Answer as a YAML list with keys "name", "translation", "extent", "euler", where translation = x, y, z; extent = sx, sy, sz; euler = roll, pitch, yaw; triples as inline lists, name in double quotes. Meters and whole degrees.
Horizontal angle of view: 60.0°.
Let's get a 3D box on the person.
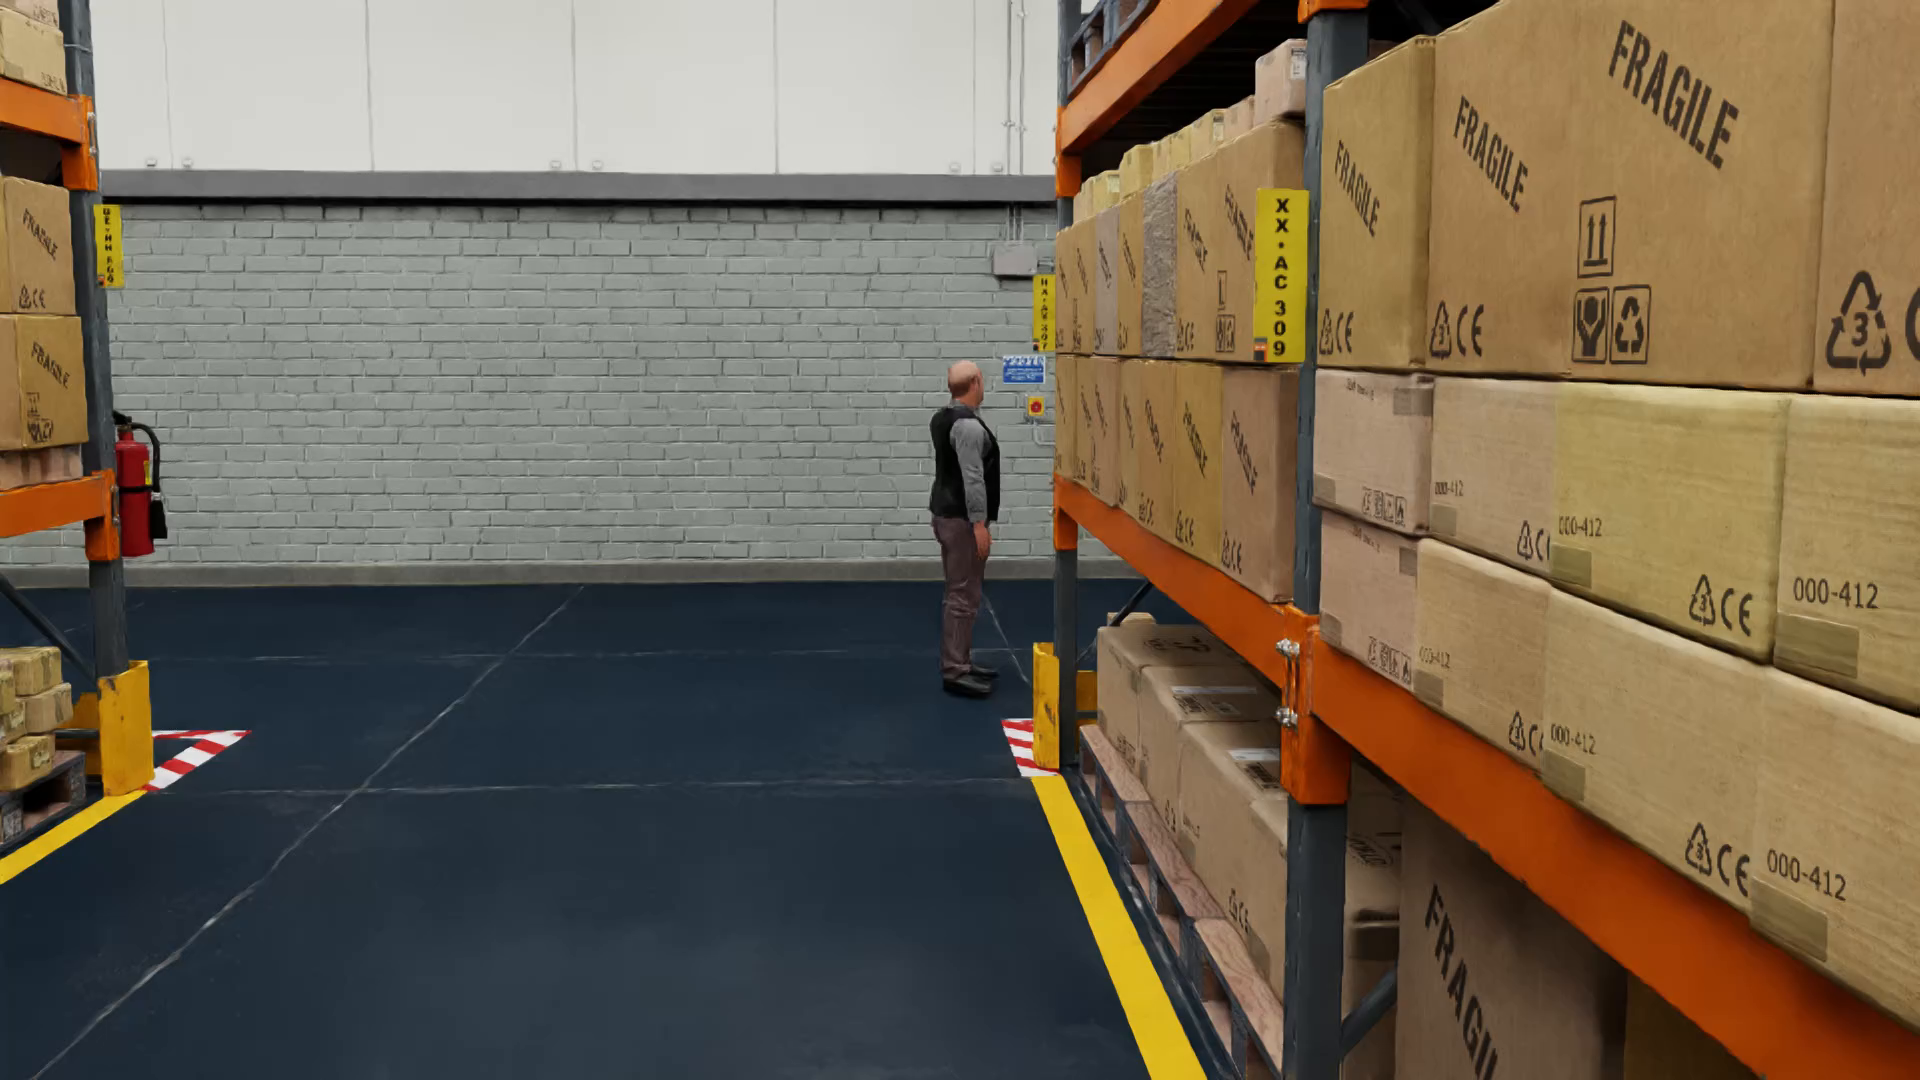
- name: "person"
  translation: [0.042, -0.081, 8.807]
  extent: [0.385, 1.732, 0.591]
  euler: [-1, 7, -12]
